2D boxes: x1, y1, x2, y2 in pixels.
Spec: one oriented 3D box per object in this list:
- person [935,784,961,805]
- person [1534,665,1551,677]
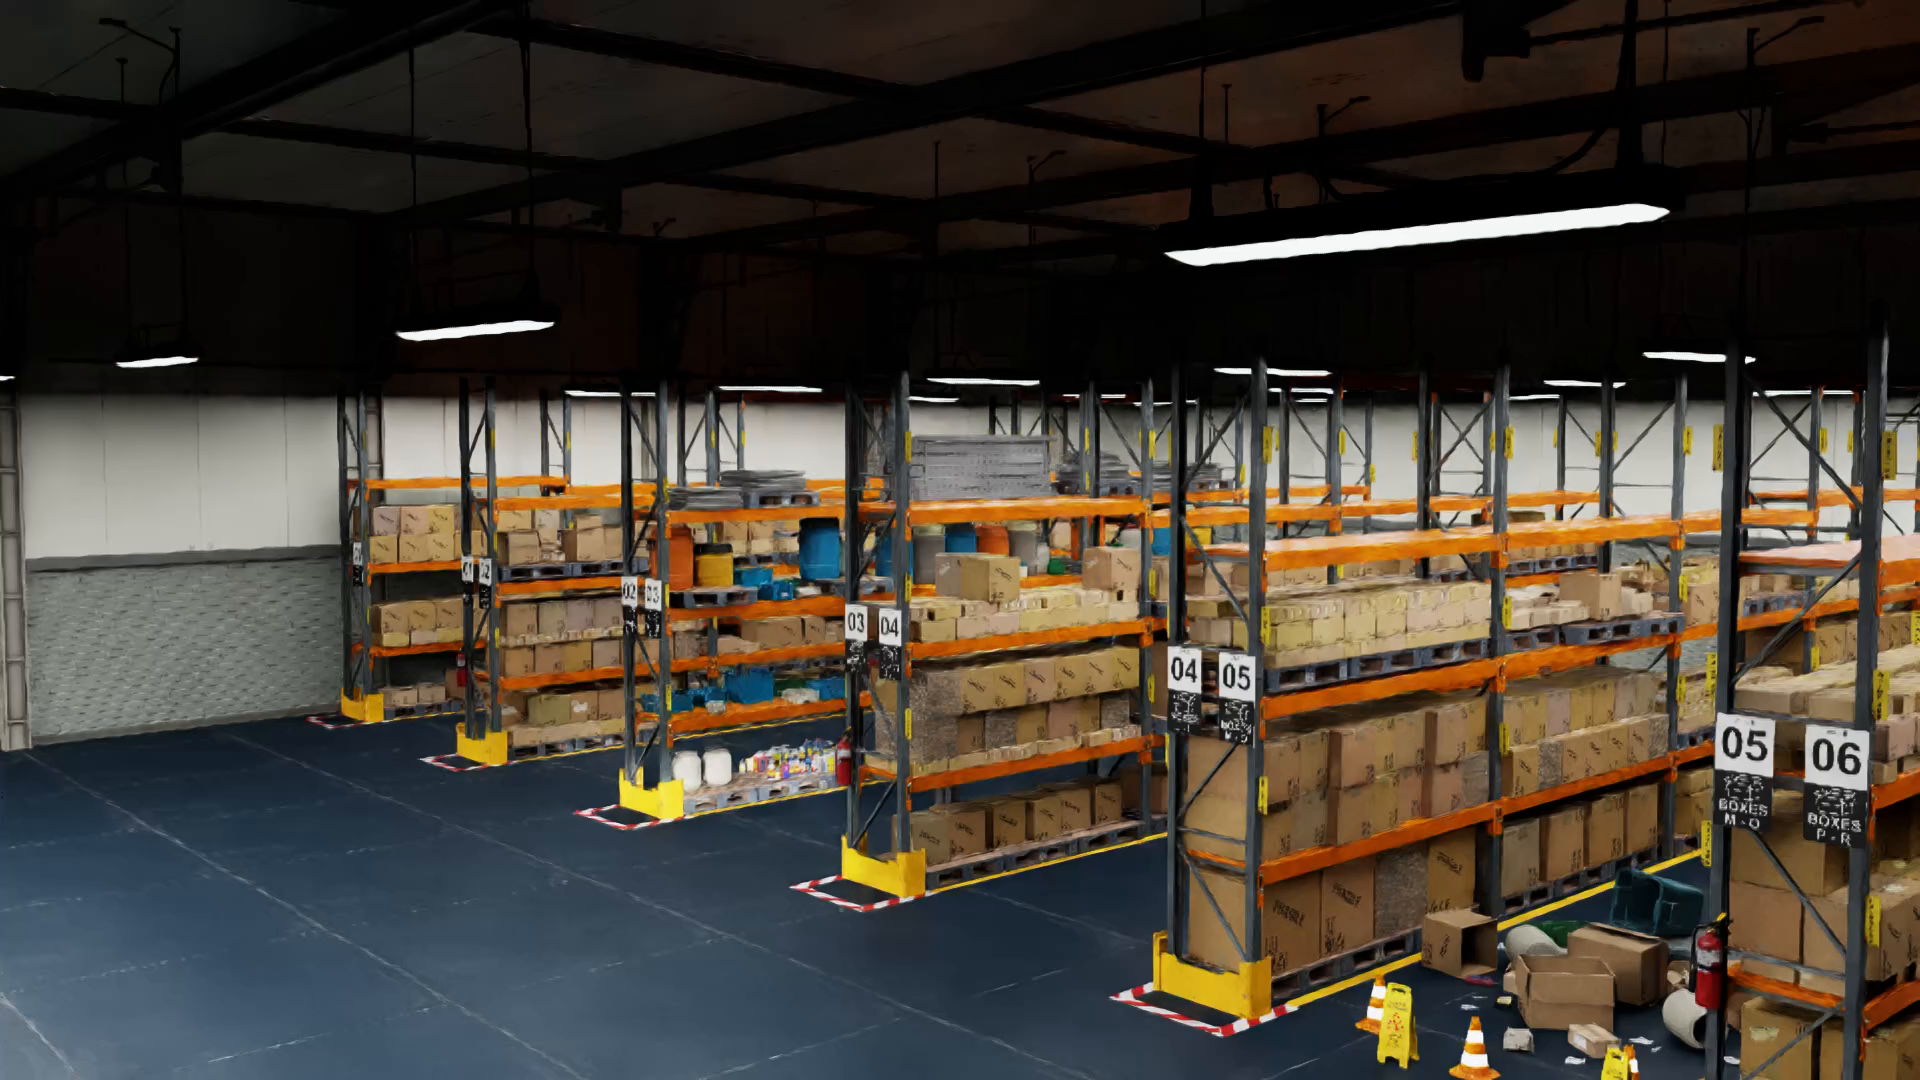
[{"bbox_3d":[-0.173,2.913,21.505,0.573,1.653,0.551,-1,4,-13],"label":"person"},{"bbox_3d":[8.799,2.655,25.016,1.193,1.700,0.588,-4,5,-44],"label":"person"}]
